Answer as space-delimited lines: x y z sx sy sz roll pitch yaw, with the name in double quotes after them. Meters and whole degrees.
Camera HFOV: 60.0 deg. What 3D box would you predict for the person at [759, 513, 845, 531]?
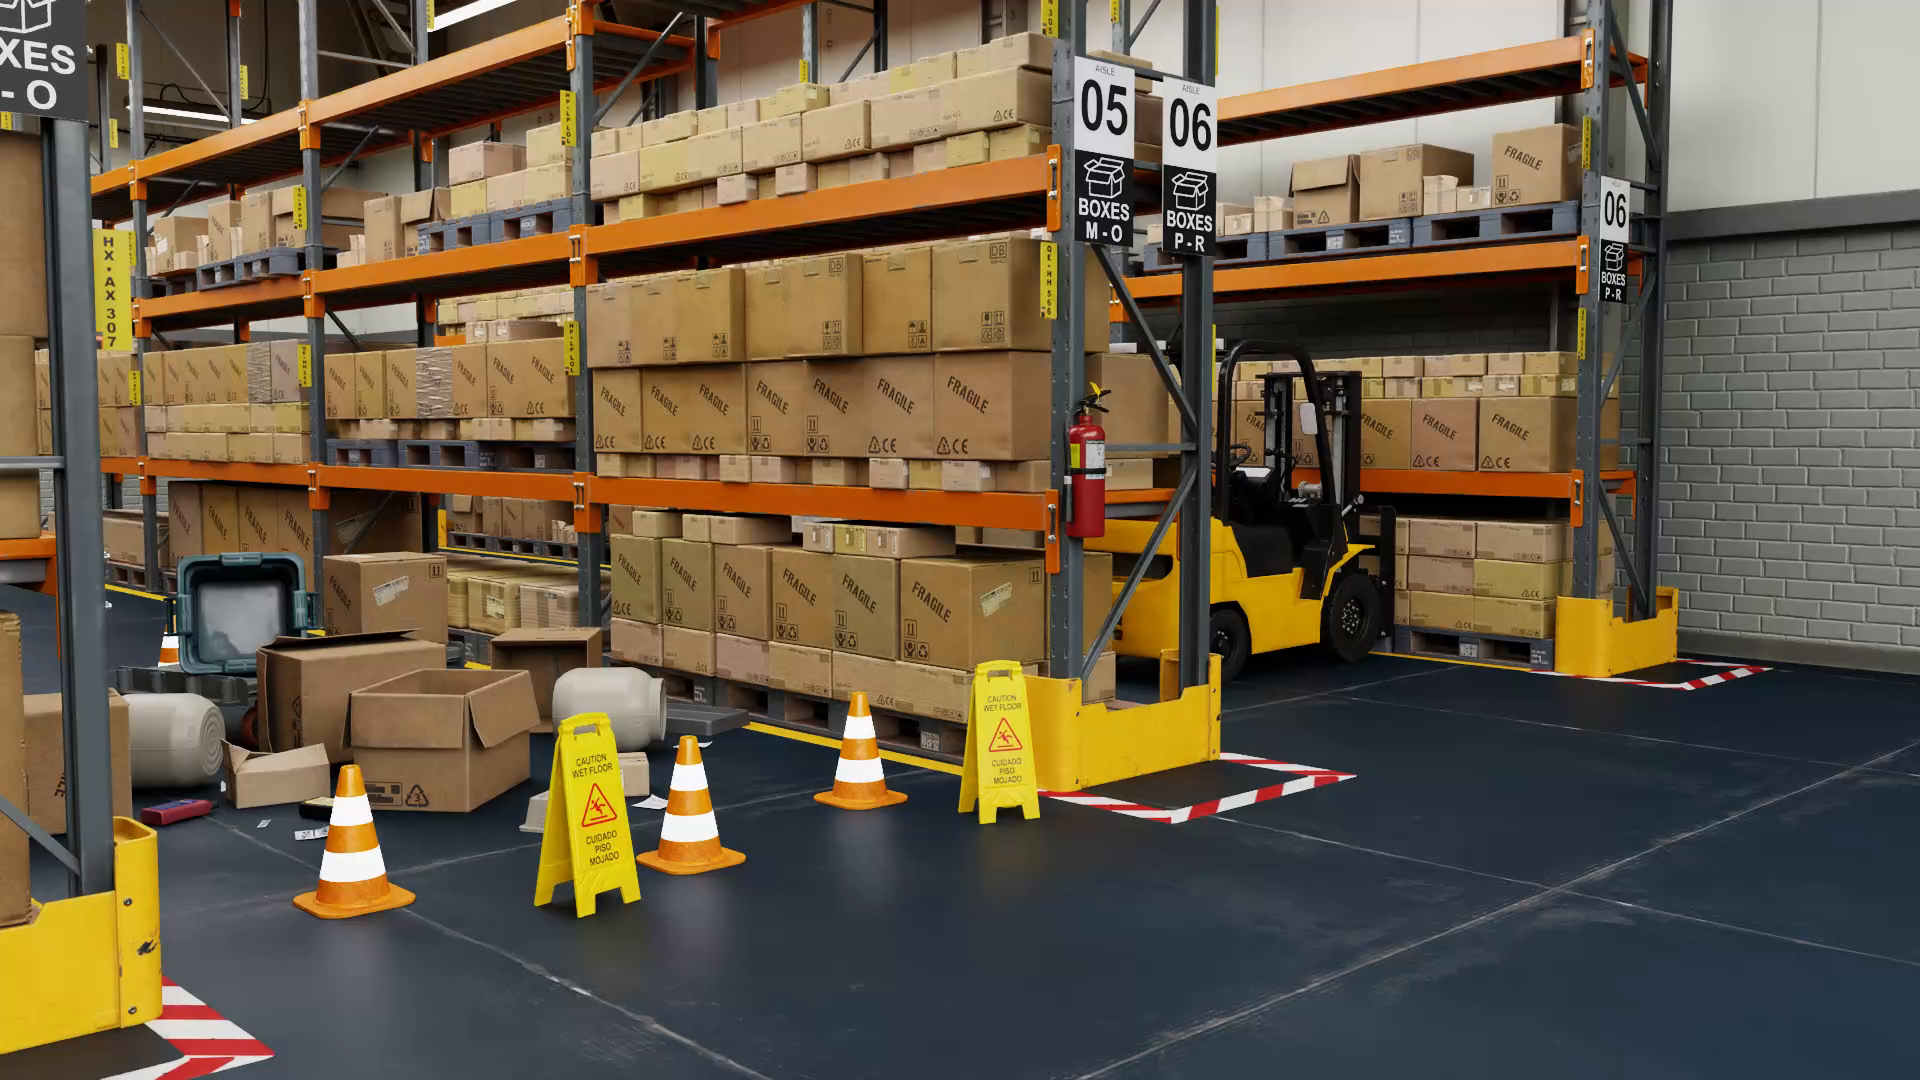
-1.225 0.061 11.958 0.914 1.471 0.478 4 5 44 "person"
